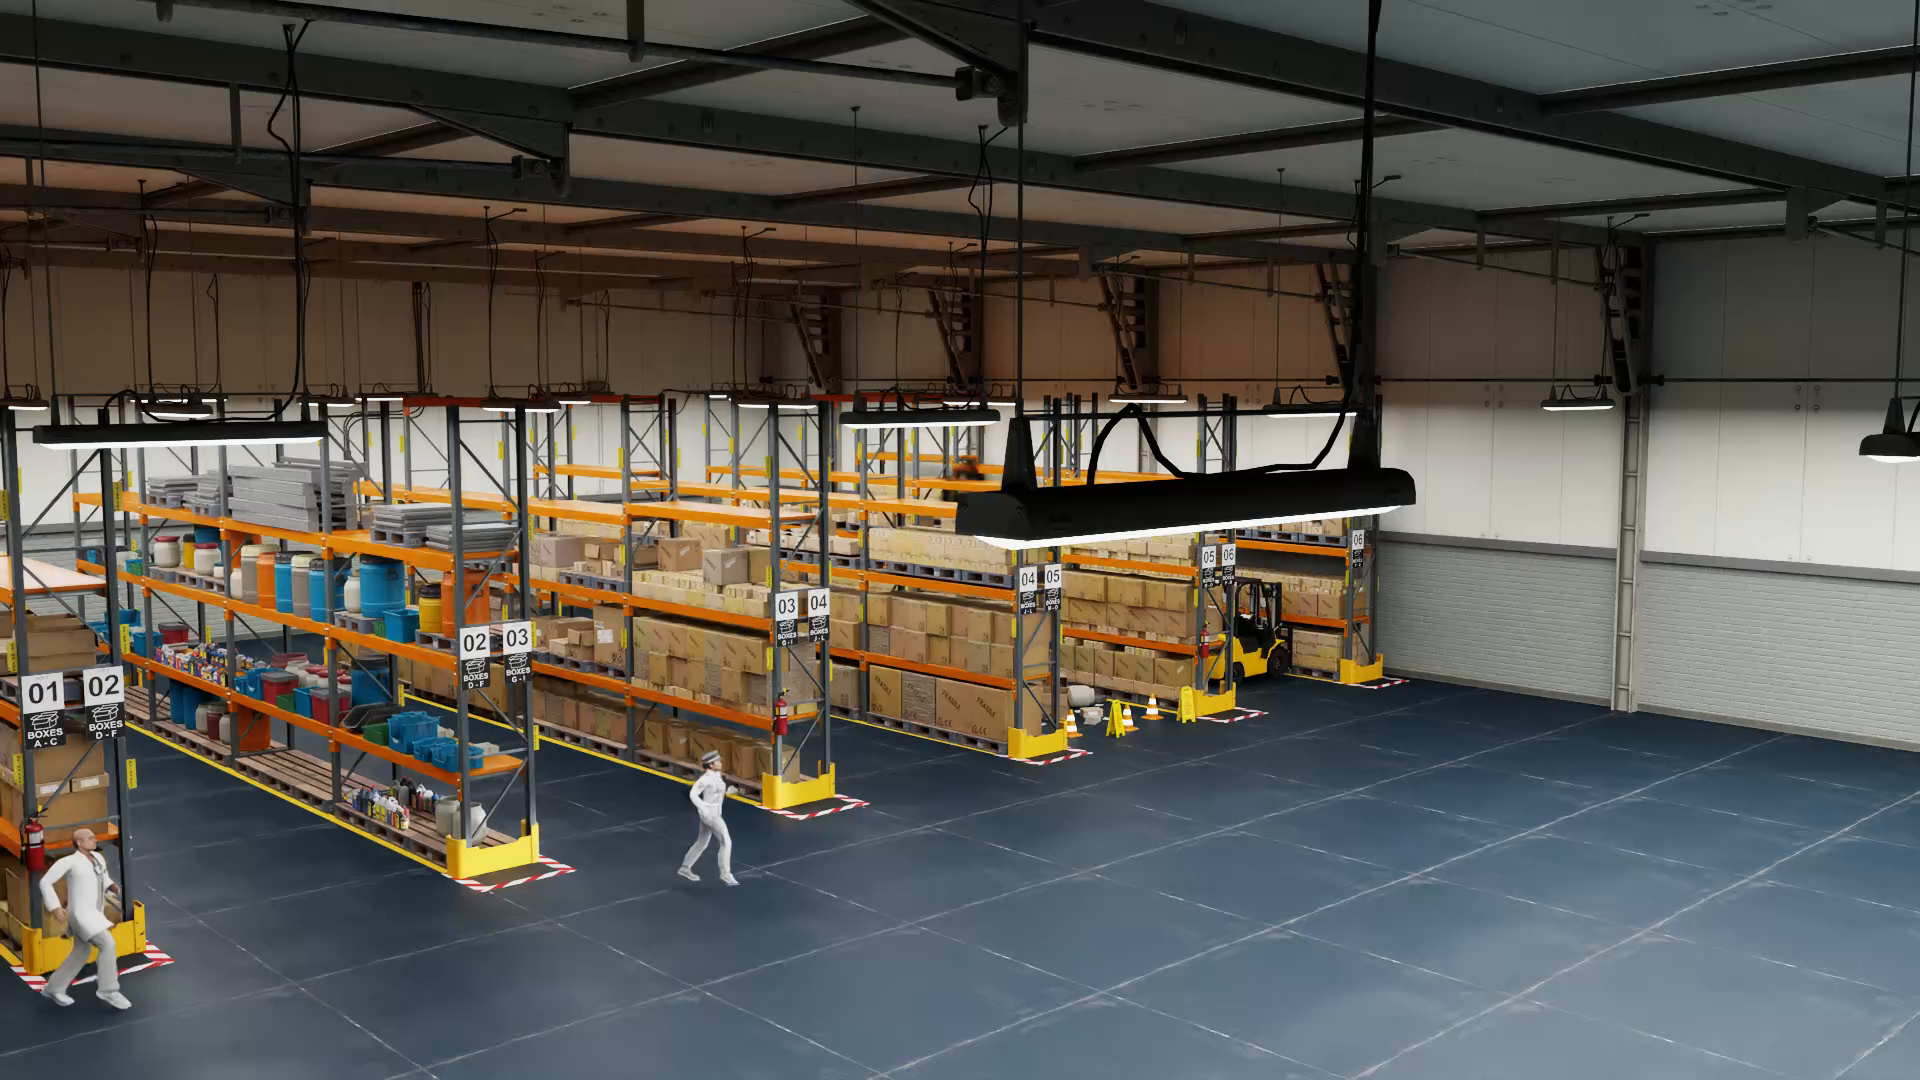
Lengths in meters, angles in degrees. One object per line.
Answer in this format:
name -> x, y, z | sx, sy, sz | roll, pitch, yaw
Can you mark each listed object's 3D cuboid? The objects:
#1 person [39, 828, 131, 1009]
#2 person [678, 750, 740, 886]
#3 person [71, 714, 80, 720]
person -> -8.822, 3.817, 16.871 | 0.905, 1.777, 0.697 | 0, 6, -3
person -> -3.157, 3.487, 20.840 | 0.769, 1.750, 0.584 | -1, 6, -10
person -> -14.398, 2.841, 26.860 | 0.649, 1.744, 0.641 | 3, 6, 32
